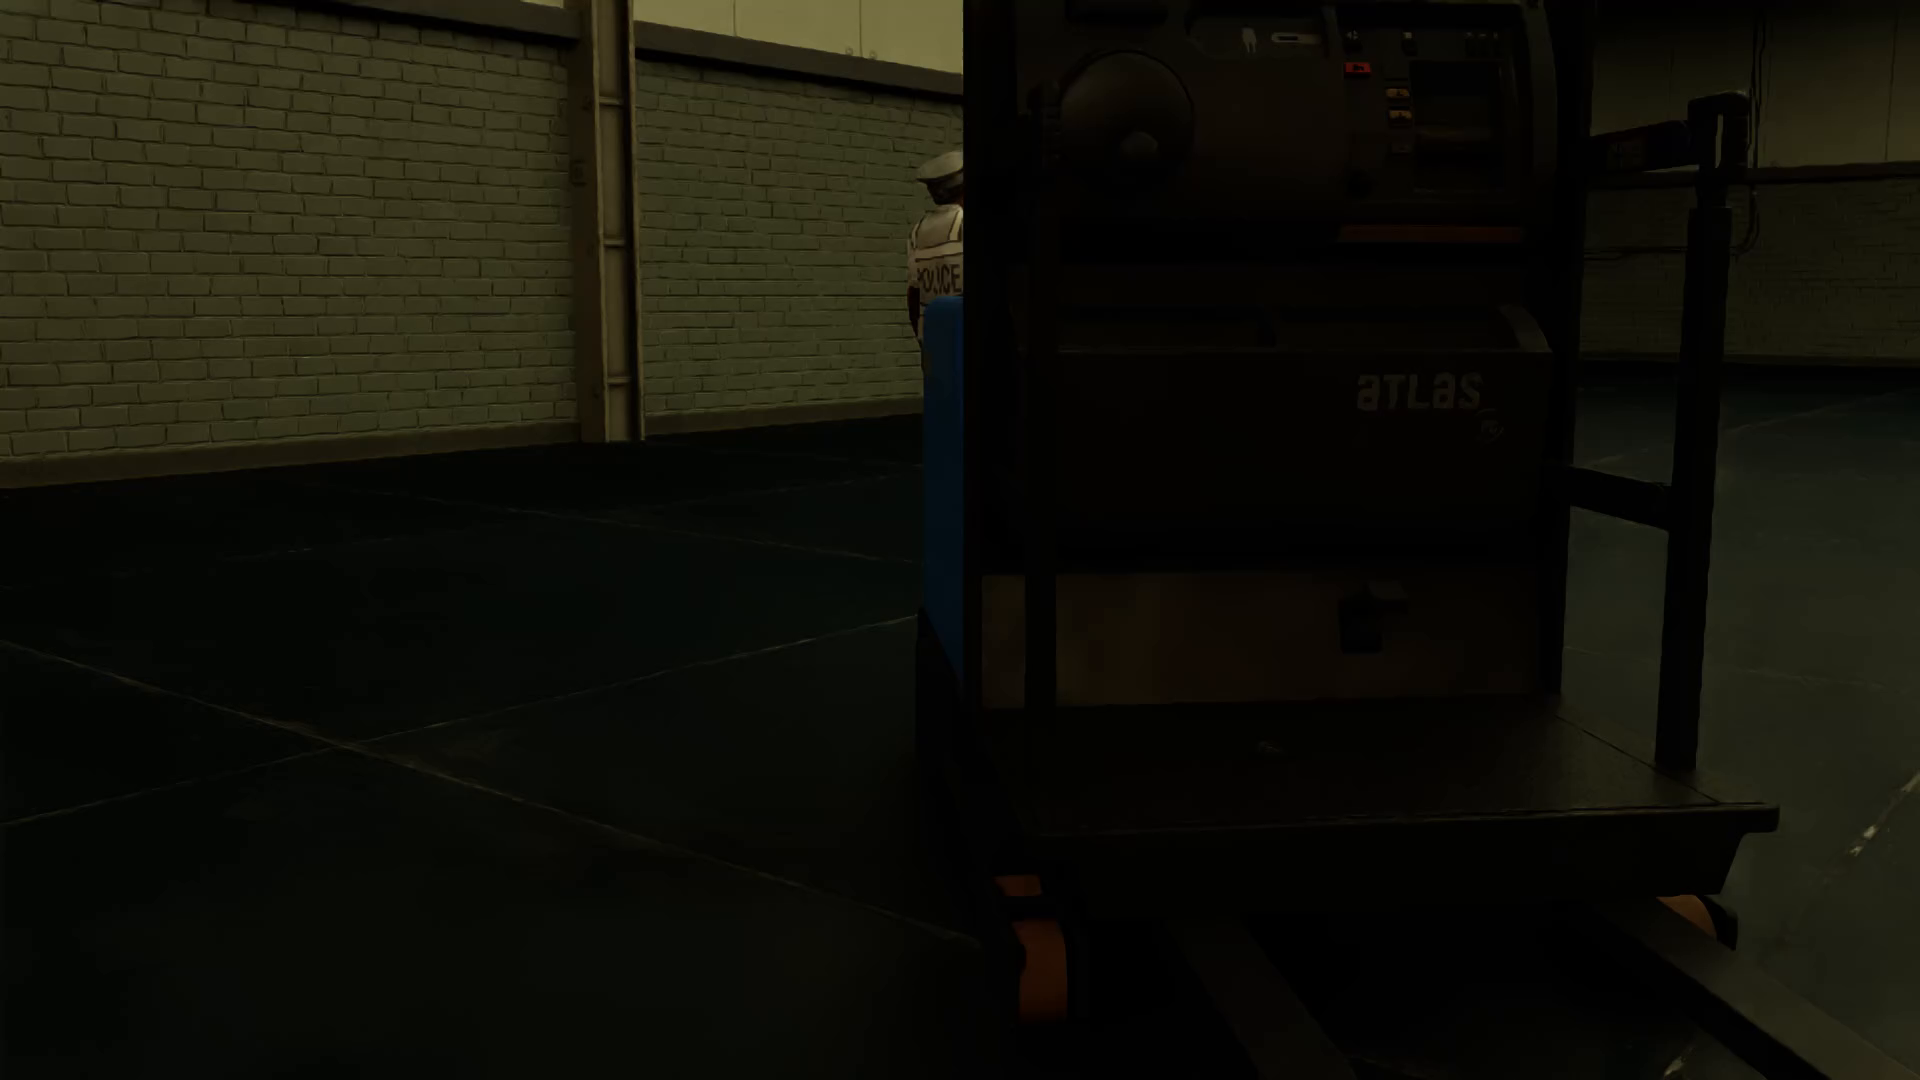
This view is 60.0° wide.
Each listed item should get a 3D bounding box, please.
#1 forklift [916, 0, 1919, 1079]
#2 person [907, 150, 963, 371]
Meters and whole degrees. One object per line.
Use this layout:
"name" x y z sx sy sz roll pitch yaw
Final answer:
"forklift" 0.577 -0.778 2.600 1.130 2.935 3.031 -1 8 -6
"person" 0.062 -0.851 7.327 0.570 1.693 0.529 7 11 38
